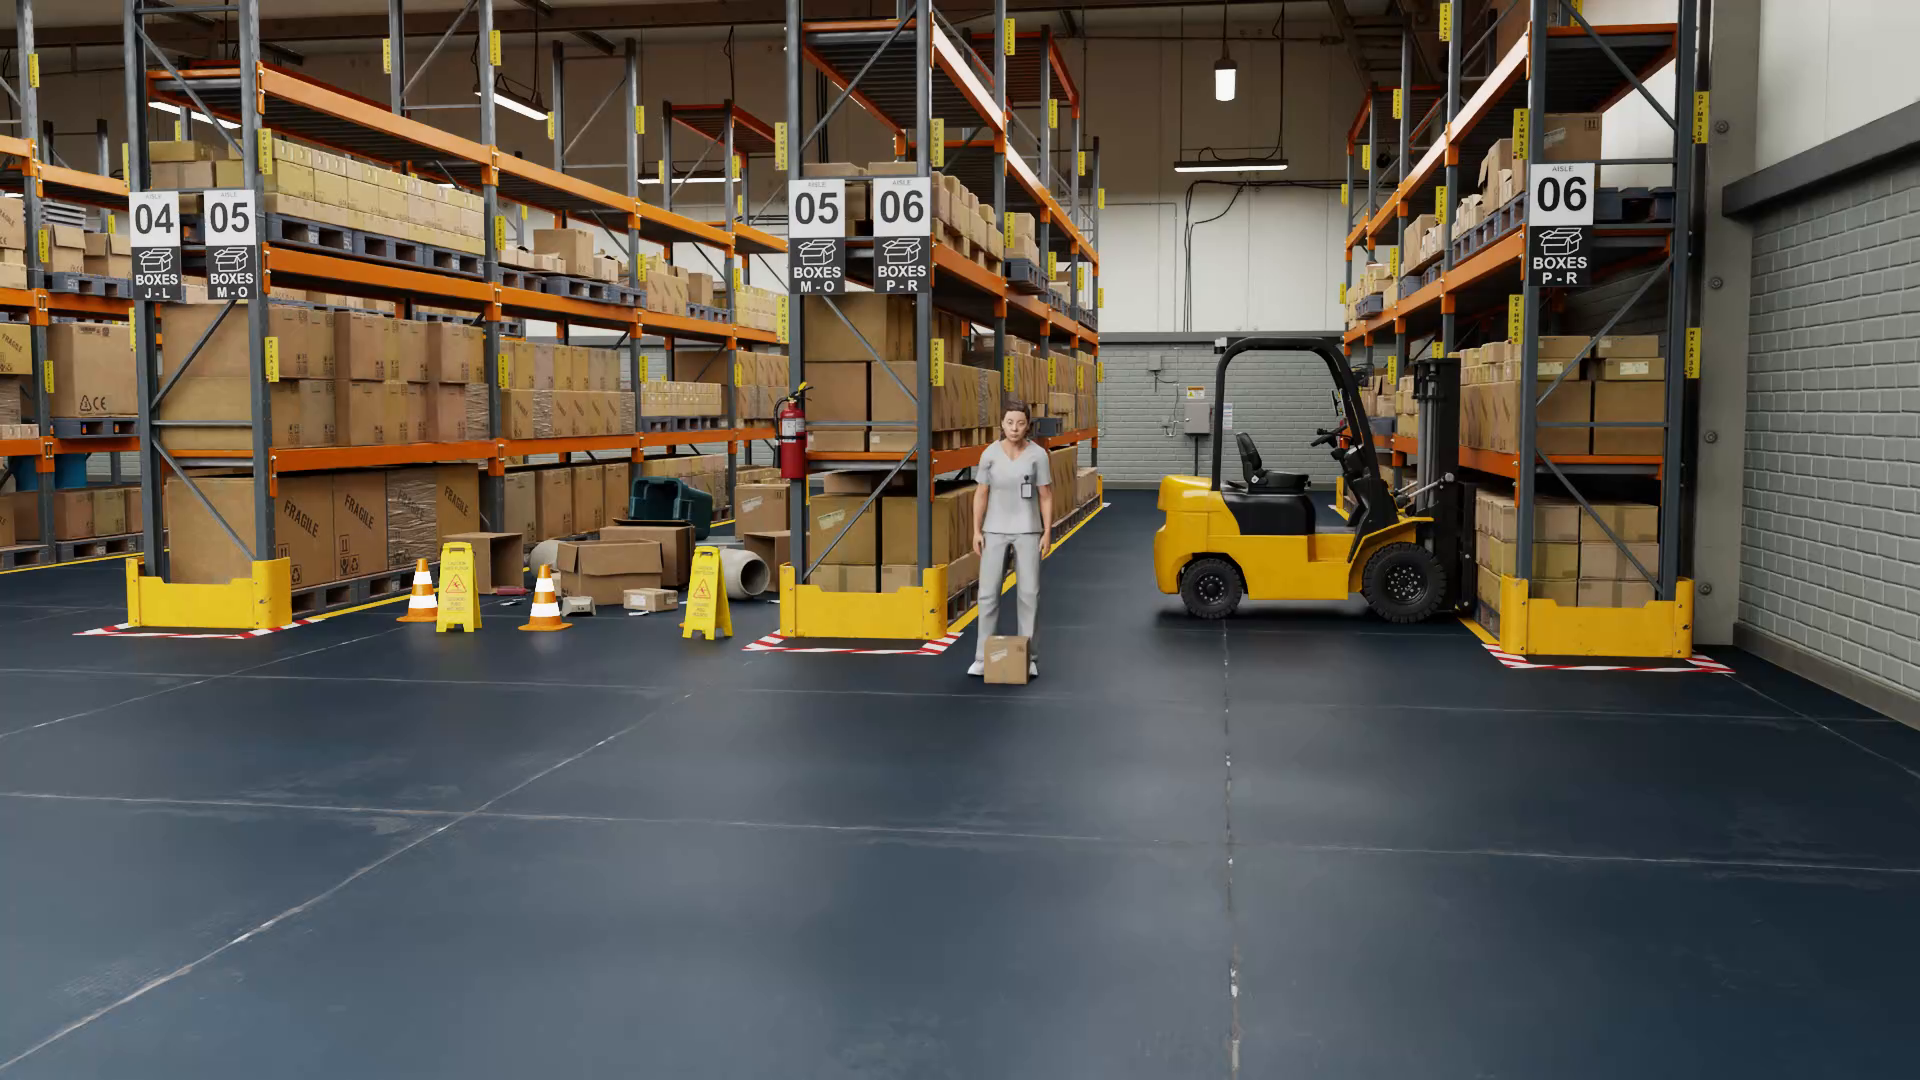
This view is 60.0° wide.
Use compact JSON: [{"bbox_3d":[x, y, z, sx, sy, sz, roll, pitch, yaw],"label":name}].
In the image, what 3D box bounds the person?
[{"bbox_3d":[0.310,-0.017,10.081,0.504,1.671,0.362,0,5,5],"label":"person"}]
